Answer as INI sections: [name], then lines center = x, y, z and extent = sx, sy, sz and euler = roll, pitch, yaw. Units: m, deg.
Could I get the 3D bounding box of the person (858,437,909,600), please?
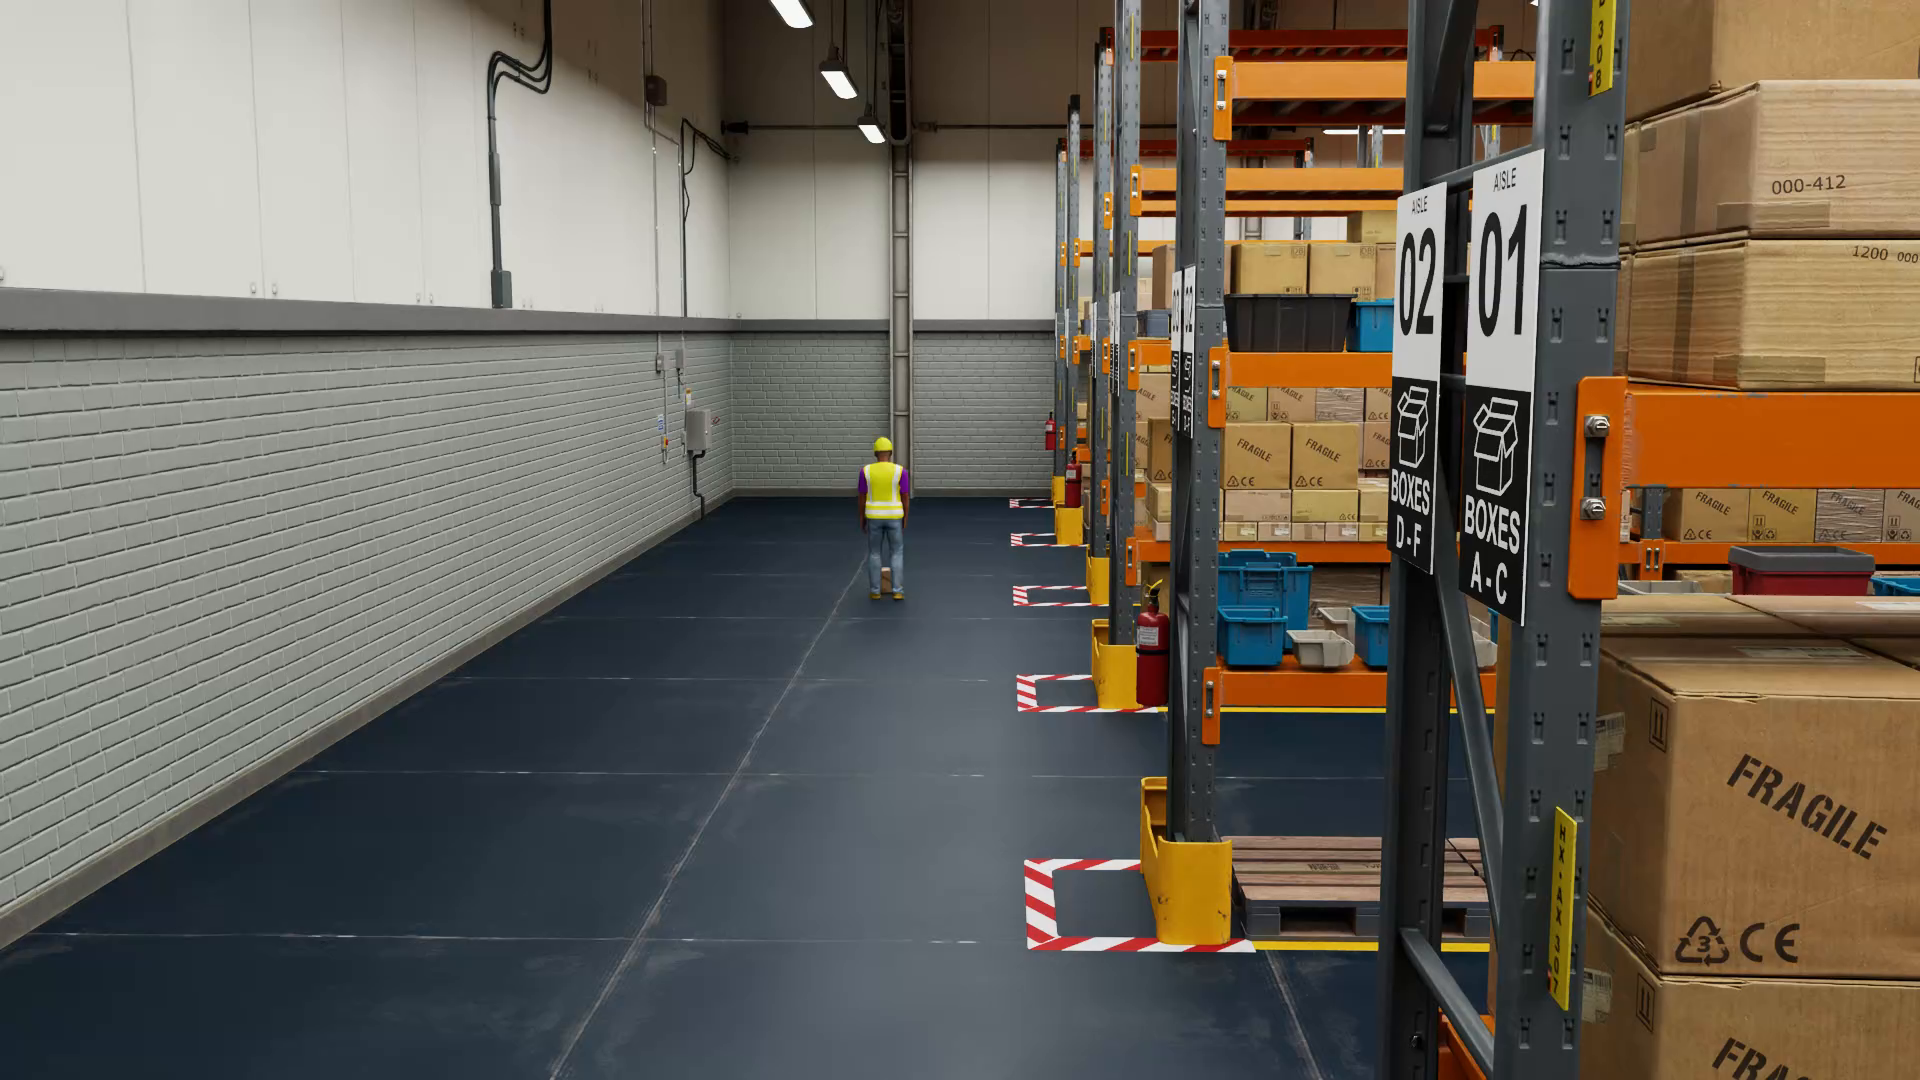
[person]
center = -0.828, -0.225, 18.080
extent = 0.562, 1.783, 0.361
euler = 0, 7, 3
